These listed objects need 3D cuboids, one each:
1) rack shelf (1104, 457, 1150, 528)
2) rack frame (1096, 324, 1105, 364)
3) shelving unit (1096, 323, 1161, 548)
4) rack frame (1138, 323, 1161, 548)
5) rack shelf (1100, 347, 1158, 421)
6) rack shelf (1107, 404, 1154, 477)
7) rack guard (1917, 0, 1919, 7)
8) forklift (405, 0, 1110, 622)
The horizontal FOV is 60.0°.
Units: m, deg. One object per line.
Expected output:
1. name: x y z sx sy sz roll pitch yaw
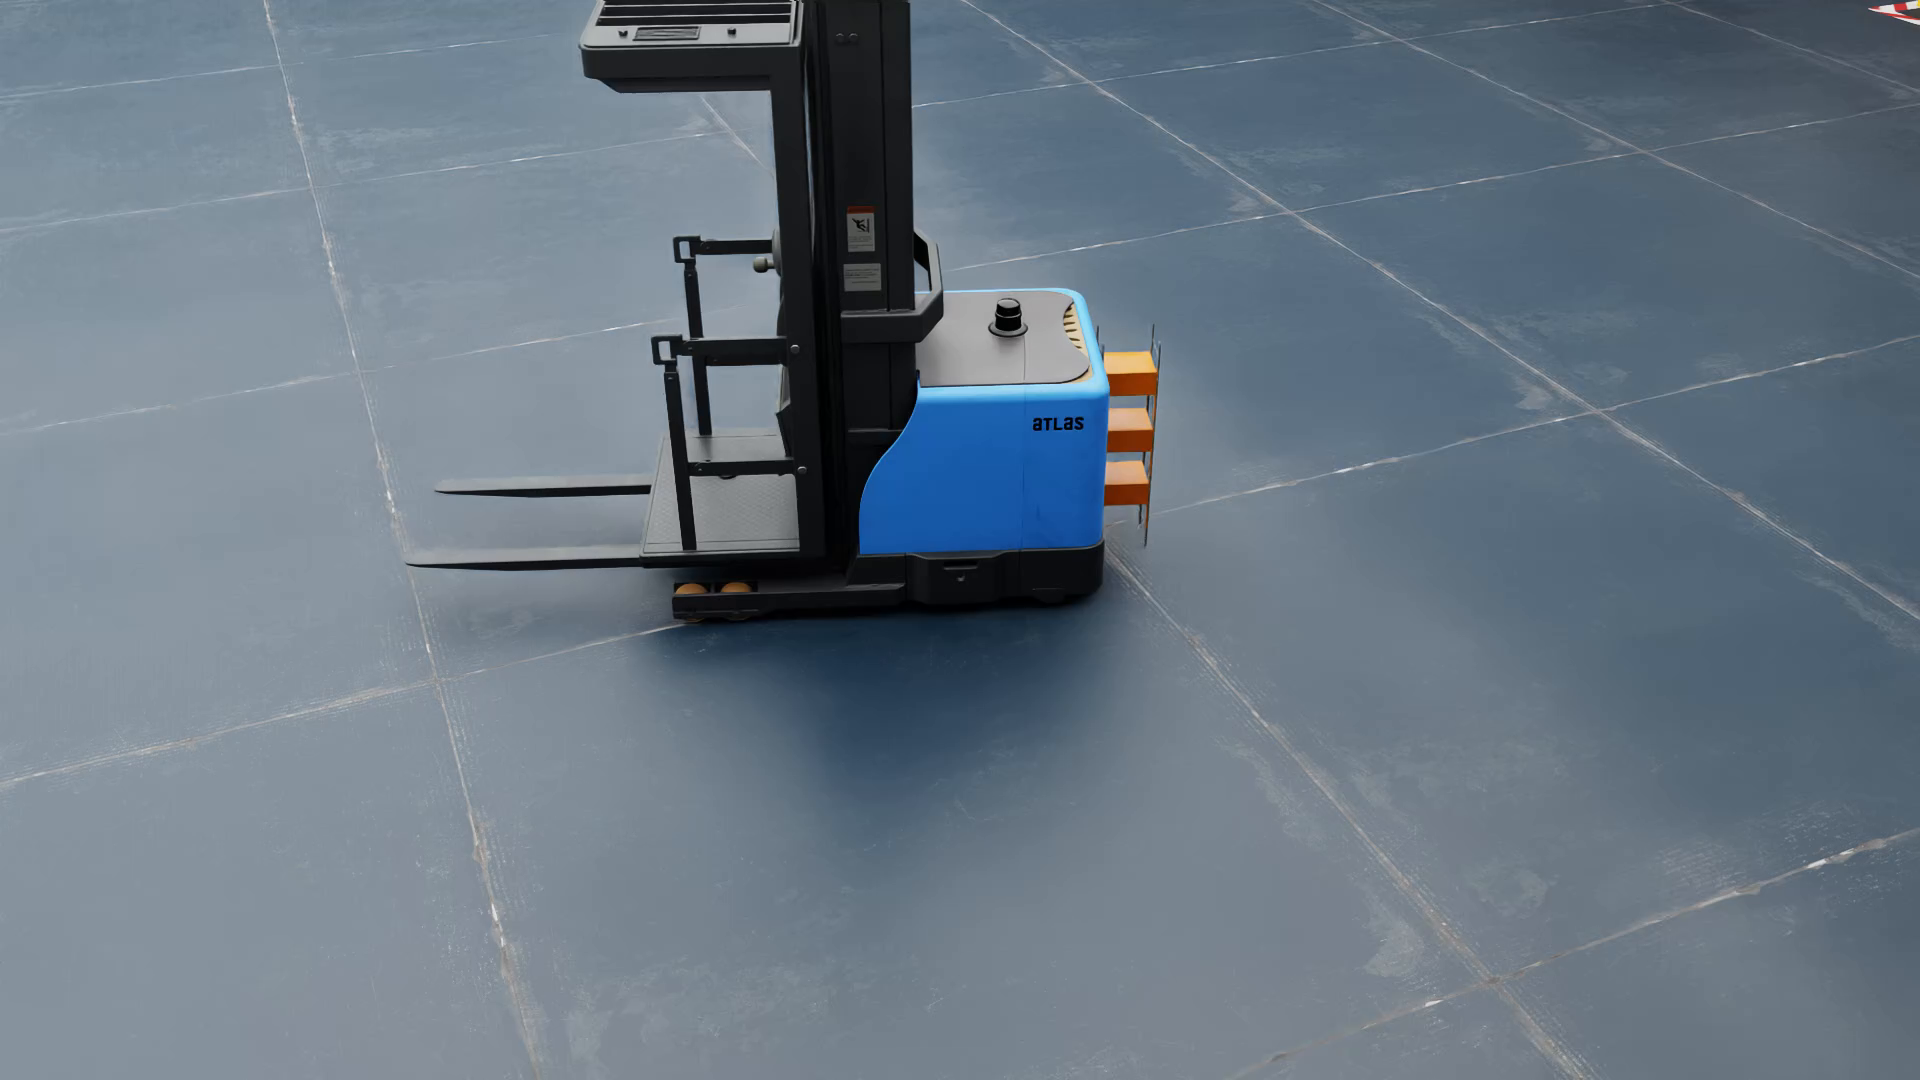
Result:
1. rack shelf: 0.731 -0.213 7.644 0.240 0.259 0.215 -2 33 -3
2. rack frame: 0.609 -0.451 7.480 0.008 1.050 0.200 -2 33 -3
3. shelving unit: 0.731 -0.455 7.486 0.252 1.050 0.215 -2 33 -3
4. rack frame: 0.853 -0.459 7.493 0.008 1.050 0.200 -2 33 -3
5. rack shelf: 0.731 -0.684 7.338 0.240 0.259 0.215 -2 33 -3
6. rack shelf: 0.731 -0.446 7.492 0.240 0.259 0.215 -2 33 -3
7. rack guard: 9.172 -4.882 14.795 0.348 0.500 1.175 -13 35 -19
8. forklift: -0.909 -1.170 6.861 3.031 2.935 1.130 -2 33 -3
